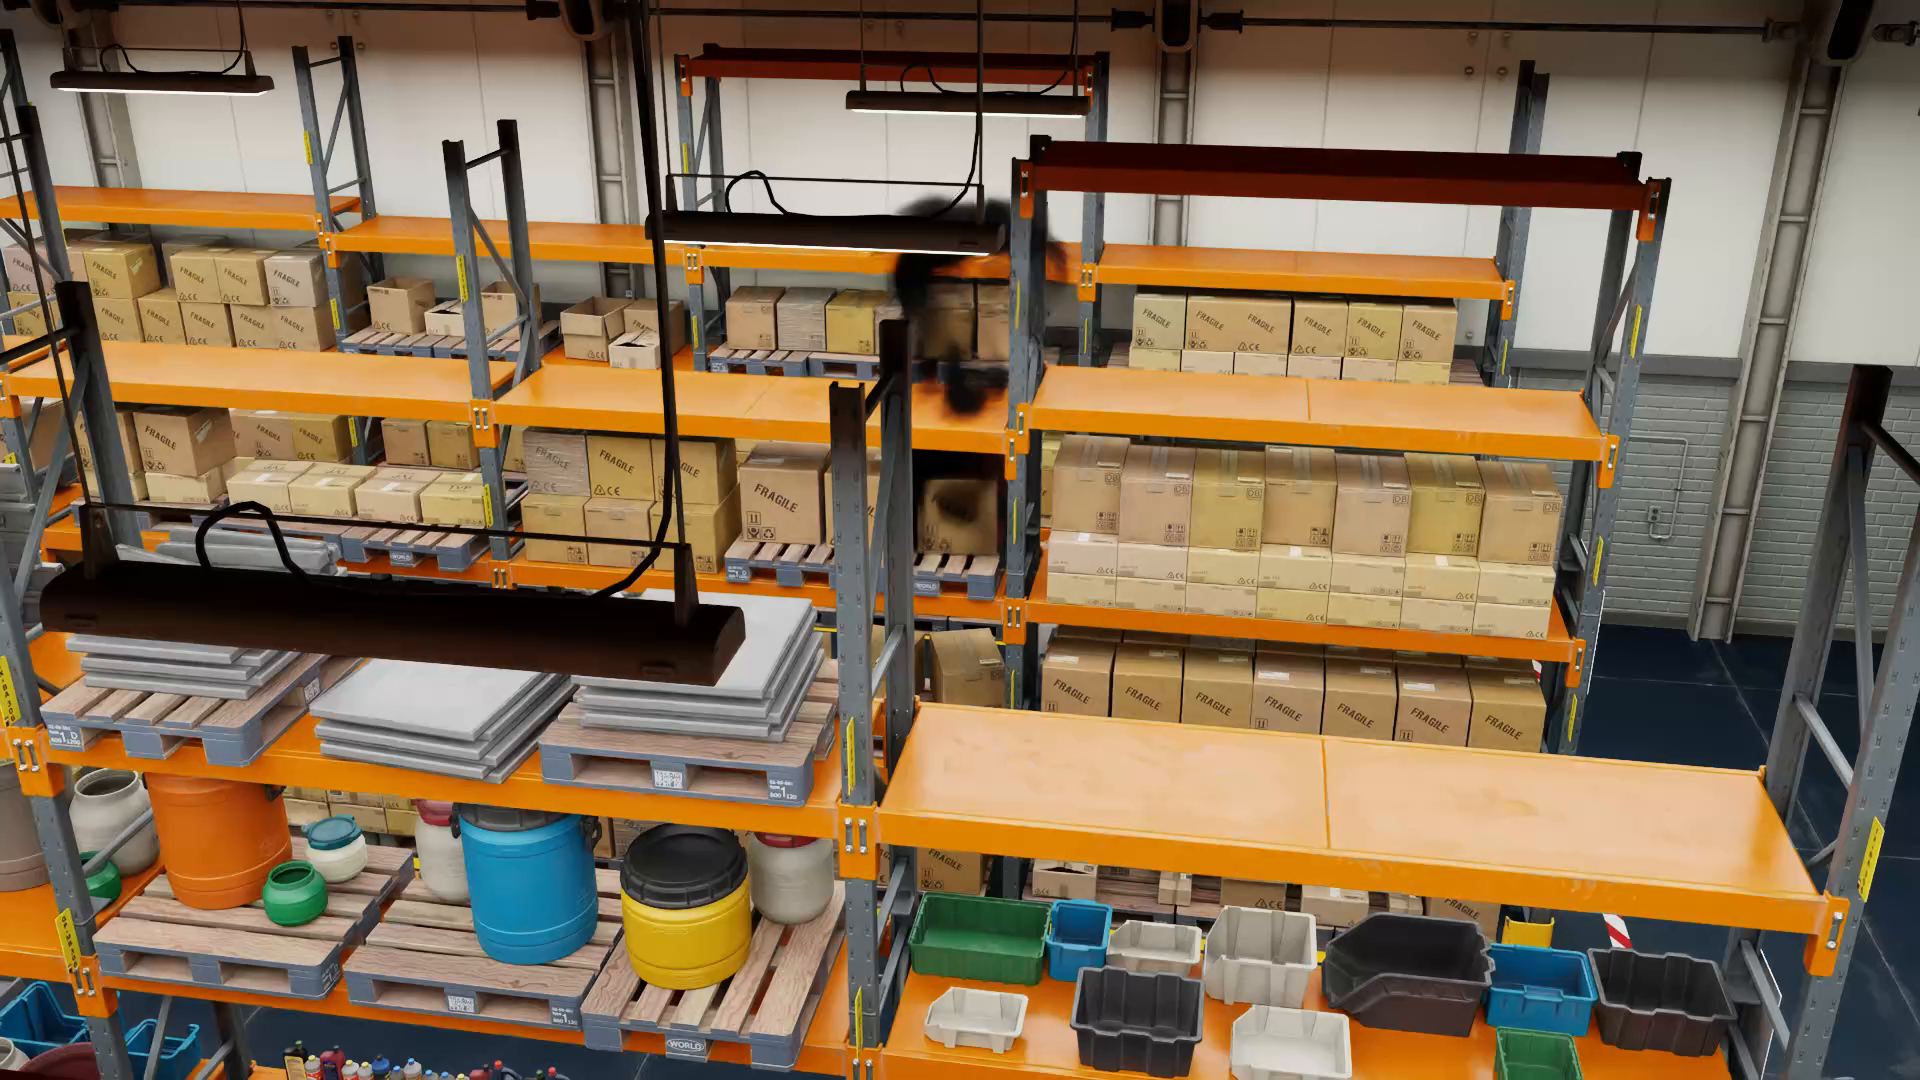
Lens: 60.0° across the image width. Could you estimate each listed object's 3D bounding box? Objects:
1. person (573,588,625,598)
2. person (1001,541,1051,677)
[{"bbox_3d":[-3.476,0.831,16.353,0.861,1.599,0.684,-4,23,-10],"label":"person"},{"bbox_3d":[0.767,0.827,16.200,0.837,1.765,0.711,3,23,6],"label":"person"}]
